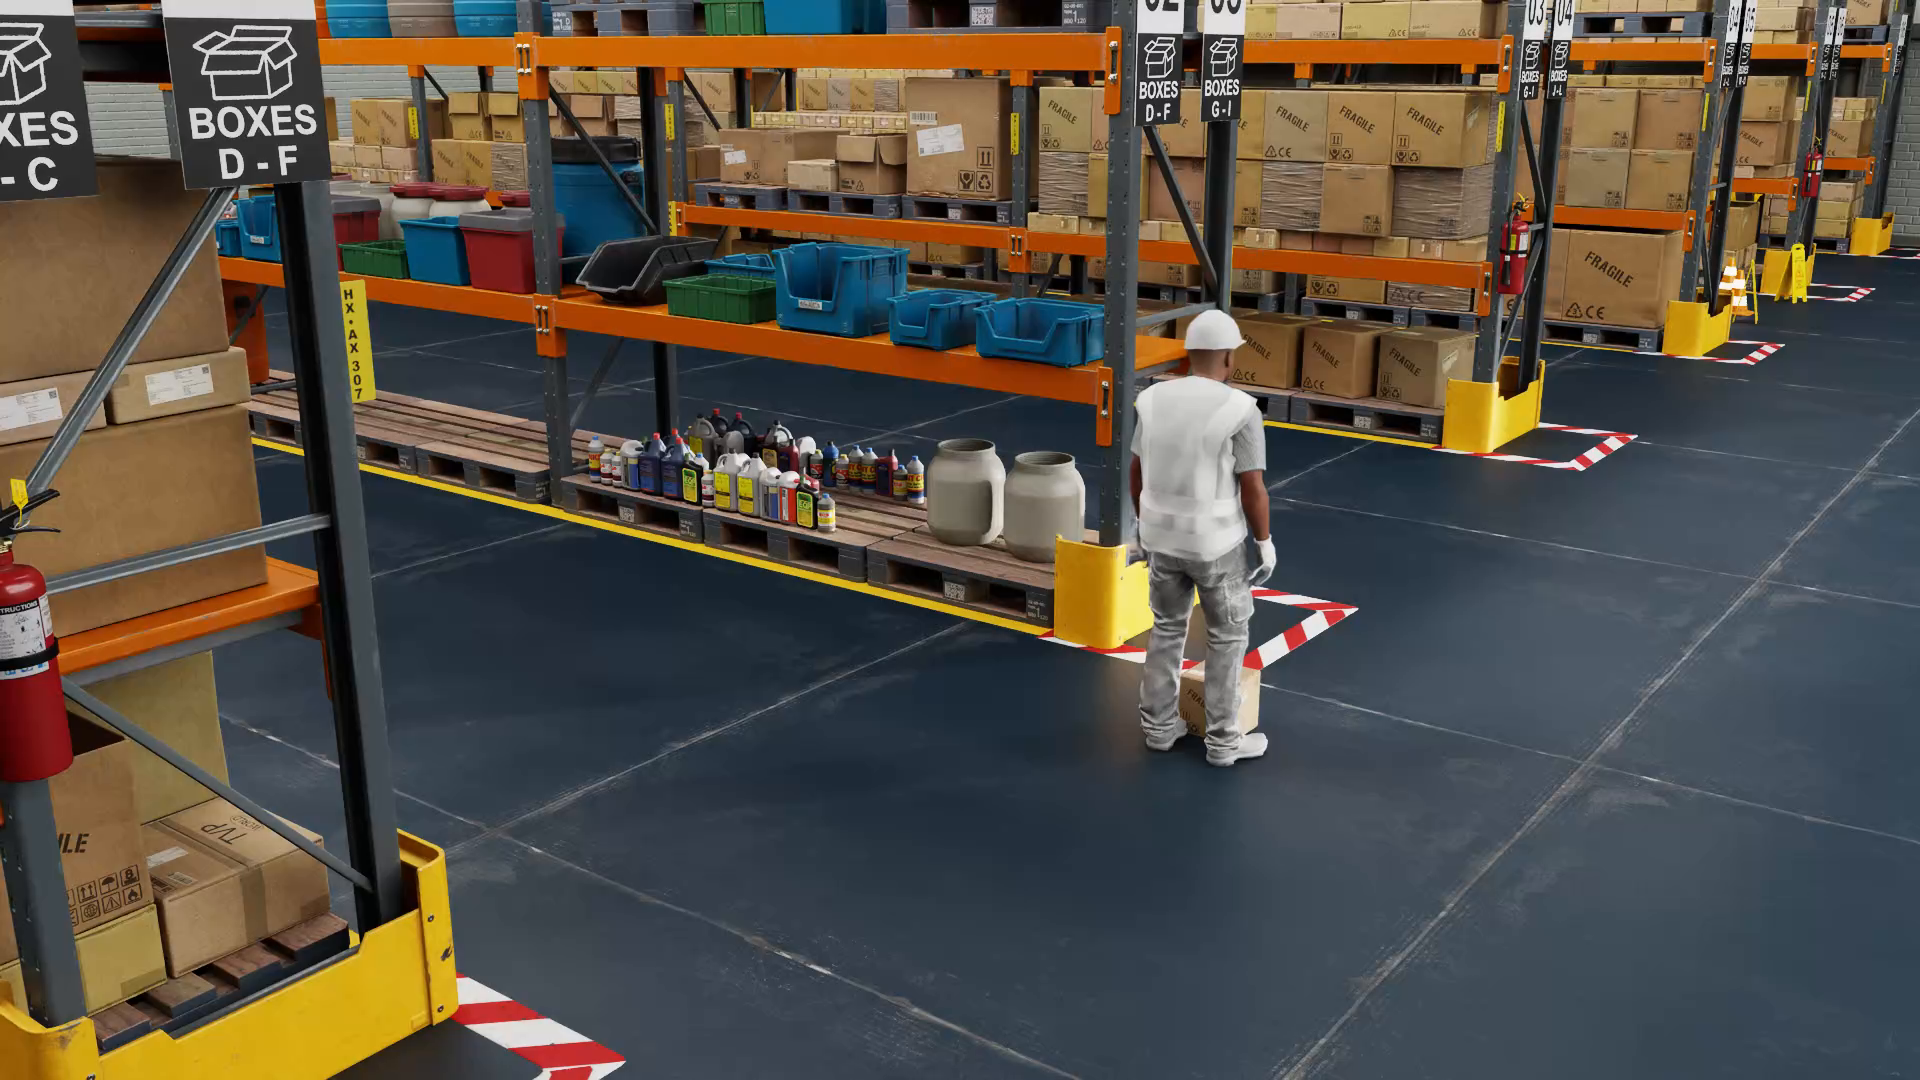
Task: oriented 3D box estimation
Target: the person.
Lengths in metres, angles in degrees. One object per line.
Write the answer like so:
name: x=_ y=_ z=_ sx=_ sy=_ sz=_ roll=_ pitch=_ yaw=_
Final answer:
person: x=0.947 y=-0.007 z=6.539 sx=0.617 sy=1.775 sz=0.446 roll=13 pitch=21 yaw=37
